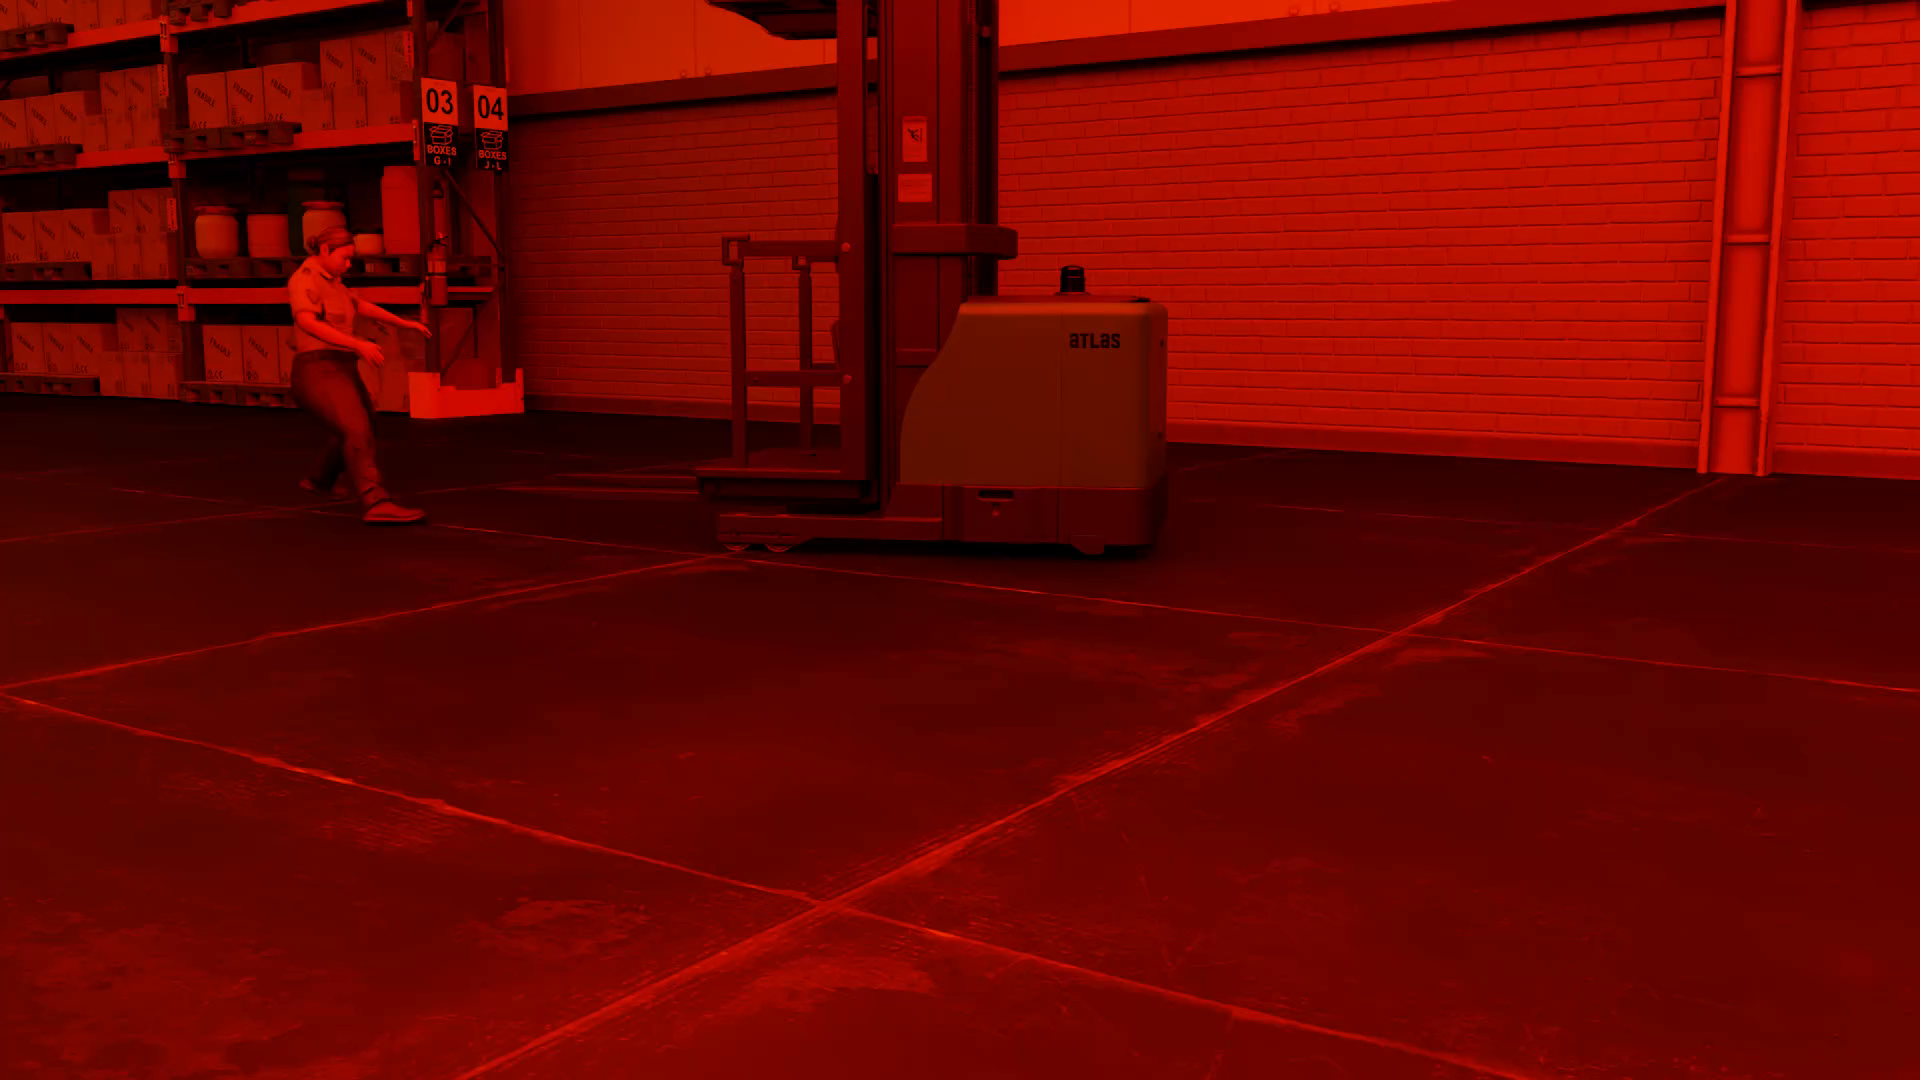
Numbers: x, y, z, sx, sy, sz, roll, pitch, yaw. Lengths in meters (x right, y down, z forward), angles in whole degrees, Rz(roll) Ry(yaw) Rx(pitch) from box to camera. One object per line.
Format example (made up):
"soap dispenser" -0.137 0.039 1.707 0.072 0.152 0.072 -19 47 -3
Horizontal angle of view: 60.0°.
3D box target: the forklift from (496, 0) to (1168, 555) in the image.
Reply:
"forklift" -0.596 -1.469 7.520 3.031 2.935 1.130 2 8 12

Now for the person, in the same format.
"person" -3.101 -0.861 8.549 0.887 1.453 1.230 0 8 -3
